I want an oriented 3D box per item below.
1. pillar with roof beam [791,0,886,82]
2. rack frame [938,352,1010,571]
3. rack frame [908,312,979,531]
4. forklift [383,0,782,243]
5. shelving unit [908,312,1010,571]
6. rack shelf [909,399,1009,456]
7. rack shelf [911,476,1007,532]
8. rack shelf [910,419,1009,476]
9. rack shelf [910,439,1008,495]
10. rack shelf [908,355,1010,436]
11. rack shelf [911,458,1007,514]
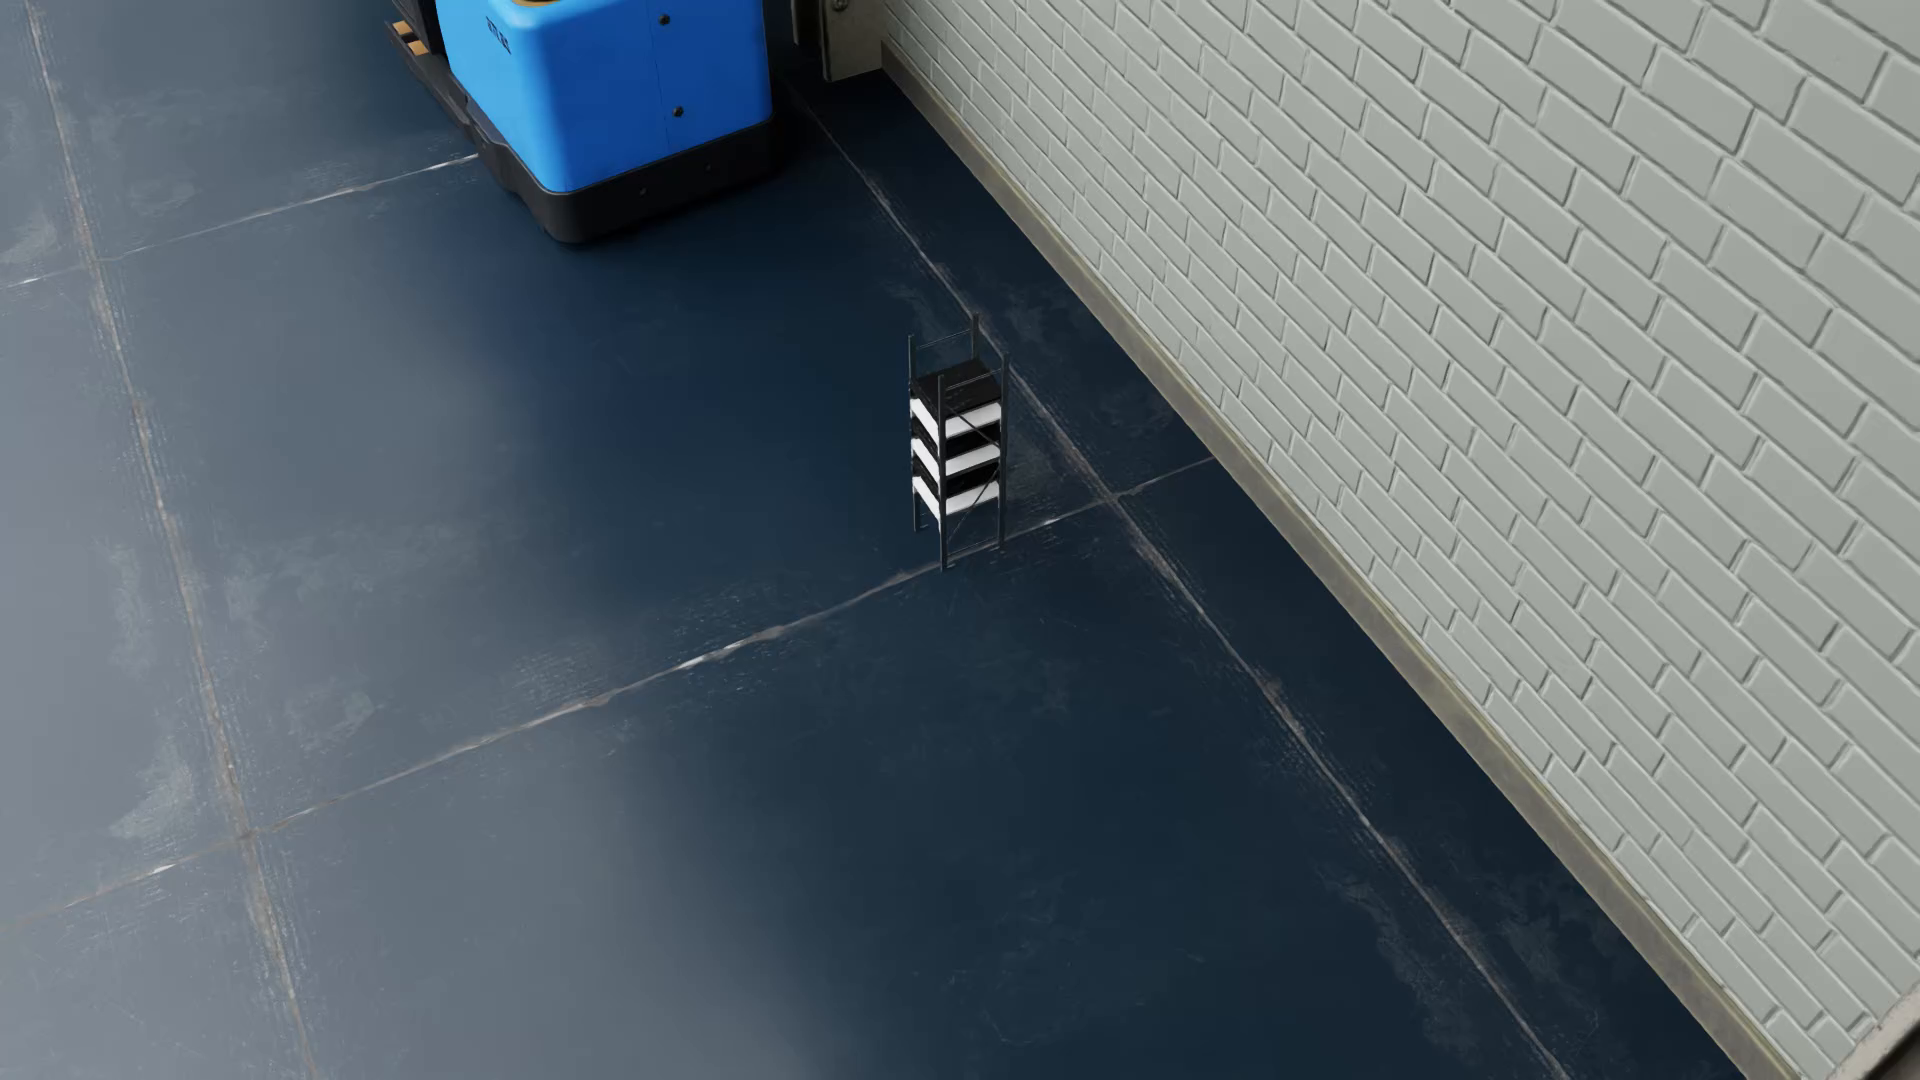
[{"bbox_3d":[-4.382,-3.747,3.049,9.100,9.000,0.400,-21,52,-18],"label":"pillar with roof beam"},{"bbox_3d":[0.043,-0.234,5.357,0.240,0.900,0.006,-21,52,-18],"label":"rack frame"},{"bbox_3d":[-0.050,-0.370,5.476,0.240,0.900,0.006,-21,52,-18],"label":"rack frame"},{"bbox_3d":[-1.986,-3.253,6.648,1.130,2.935,3.031,-26,54,-21],"label":"forklift"},{"bbox_3d":[-0.004,-0.302,5.416,0.258,0.900,0.210,-21,52,-18],"label":"shelving unit"},{"bbox_3d":[-0.004,-0.398,5.306,0.258,0.077,0.200,-21,52,-18],"label":"rack shelf"},{"bbox_3d":[-0.004,-0.161,5.577,0.258,0.077,0.200,-21,52,-18],"label":"rack shelf"},{"bbox_3d":[-0.004,-0.339,5.373,0.258,0.077,0.200,-21,52,-18],"label":"rack shelf"},{"bbox_3d":[-0.004,-0.280,5.441,0.258,0.077,0.200,-21,52,-18],"label":"rack shelf"},{"bbox_3d":[-0.004,-0.458,5.238,0.258,0.077,0.200,-21,52,-18],"label":"rack shelf"},{"bbox_3d":[-0.004,-0.221,5.509,0.258,0.077,0.200,-21,52,-18],"label":"rack shelf"}]
